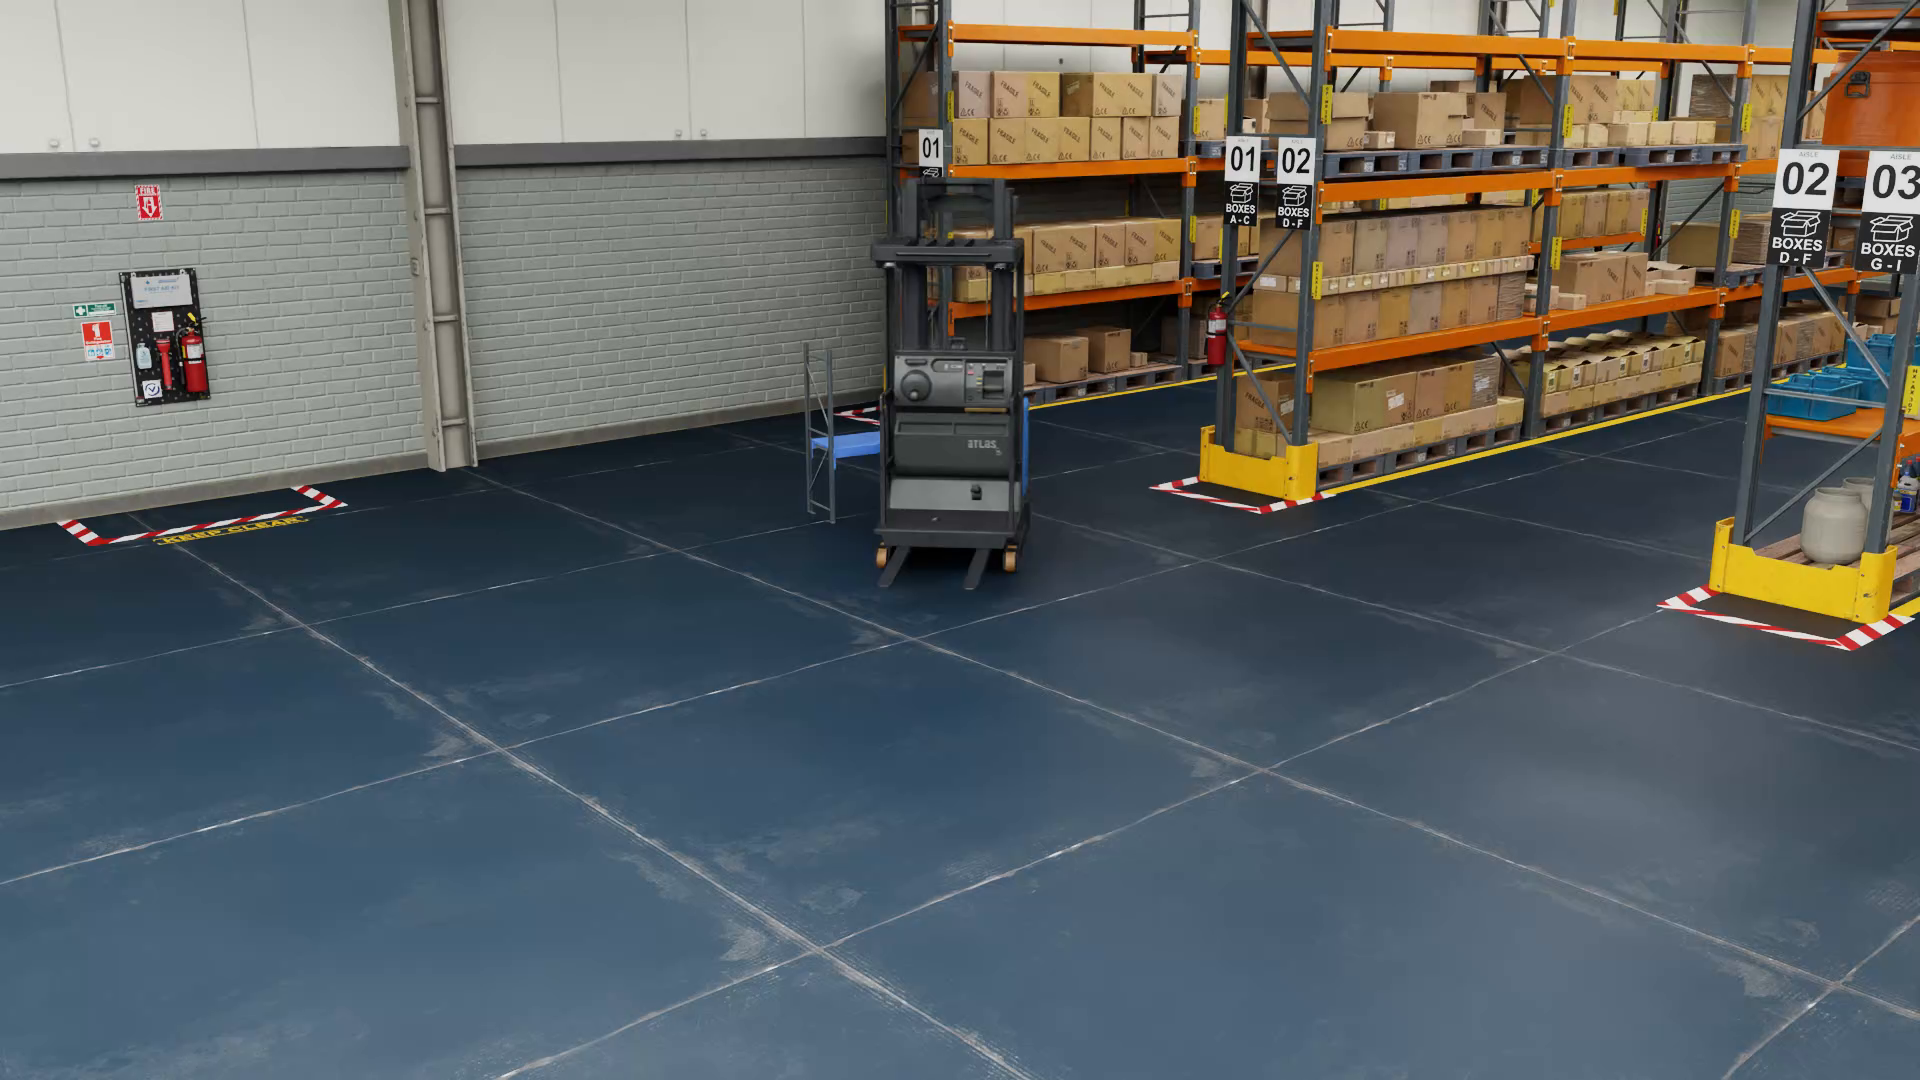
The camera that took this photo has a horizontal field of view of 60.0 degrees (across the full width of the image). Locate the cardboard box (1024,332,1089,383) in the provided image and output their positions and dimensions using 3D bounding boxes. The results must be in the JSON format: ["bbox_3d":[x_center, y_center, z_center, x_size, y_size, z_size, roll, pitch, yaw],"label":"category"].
[{"bbox_3d":[1.136,-2.225,20.257,0.500,0.500,0.700,-14,21,-43],"label":"cardboard box"}]

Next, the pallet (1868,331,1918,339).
[{"bbox_3d":[13.286,-2.955,24.403,1.213,0.211,1.003,-13,19,-39],"label":"pallet"}]

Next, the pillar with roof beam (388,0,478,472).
[{"bbox_3d":[-2.201,-4.240,12.185,0.400,9.000,9.100,-13,19,-39],"label":"pillar with roof beam"}]

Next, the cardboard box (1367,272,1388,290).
[{"bbox_3d":[3.809,-2.461,15.700,0.250,0.149,0.380,-13,20,-40],"label":"cardboard box"}]

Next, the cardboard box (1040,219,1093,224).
[{"bbox_3d":[1.293,-3.677,20.502,0.500,0.500,0.500,-12,19,-38],"label":"cardboard box"}]

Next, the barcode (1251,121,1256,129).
[{"bbox_3d":[2.705,-3.820,15.301,0.075,0.075,0.001,-13,19,-39],"label":"barcode"}]

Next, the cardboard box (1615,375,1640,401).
[{"bbox_3d":[7.438,-1.778,19.108,0.500,0.250,0.500,-12,19,-38],"label":"cardboard box"}]

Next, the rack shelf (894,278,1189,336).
[{"bbox_3d":[1.048,-2.900,20.189,4.000,0.370,1.077,-13,19,-39],"label":"rack shelf"}]

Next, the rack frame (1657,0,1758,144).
[{"bbox_3d":[8.829,-6.199,19.519,0.127,3.000,1.000,-13,19,-39],"label":"rack frame"}]

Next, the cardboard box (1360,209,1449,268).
[{"bbox_3d":[4.345,-2.966,16.336,0.500,0.500,0.700,-13,19,-39],"label":"cardboard box"}]

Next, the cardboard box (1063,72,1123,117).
[{"bbox_3d":[1.563,-5.254,19.624,0.500,0.500,0.500,-14,20,-41],"label":"cardboard box"}]

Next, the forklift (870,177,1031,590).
[{"bbox_3d":[-0.071,-1.256,12.772,1.130,2.935,3.031,2,15,6],"label":"forklift"}]

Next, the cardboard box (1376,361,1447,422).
[{"bbox_3d":[4.478,-1.483,16.551,0.500,0.500,0.500,-13,19,-39],"label":"cardboard box"}]

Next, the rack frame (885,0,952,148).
[{"bbox_3d":[-0.461,-5.807,18.054,0.127,3.000,1.000,-13,19,-39],"label":"rack frame"}]

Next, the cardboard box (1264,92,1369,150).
[{"bbox_3d":[3.230,-3.811,15.109,0.637,0.503,0.797,-11,18,-36],"label":"cardboard box"}]

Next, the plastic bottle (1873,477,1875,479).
[{"bbox_3d":[7.575,-0.399,13.713,0.185,0.351,0.144,-12,19,-37],"label":"plastic bottle"}]

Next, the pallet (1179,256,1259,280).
[{"bbox_3d":[3.229,-3.595,21.768,1.213,0.211,1.003,-13,19,-39],"label":"pallet"}]

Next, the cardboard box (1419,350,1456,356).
[{"bbox_3d":[4.884,-1.756,17.572,0.500,0.500,0.500,-13,19,-39],"label":"cardboard box"}]

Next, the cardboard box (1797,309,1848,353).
[{"bbox_3d":[11.662,-2.844,22.574,0.500,0.500,0.500,-13,20,-40],"label":"cardboard box"}]

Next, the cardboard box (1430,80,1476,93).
[{"bbox_3d":[7.435,-6.794,25.061,0.500,0.250,0.500,-13,20,-41],"label":"cardboard box"}]

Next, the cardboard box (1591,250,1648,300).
[{"bbox_3d":[7.574,-3.061,19.205,0.500,0.500,0.500,-14,20,-42],"label":"cardboard box"}]

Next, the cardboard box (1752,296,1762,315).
[{"bbox_3d":[10.567,-3.141,22.236,0.500,0.250,0.500,-13,19,-39],"label":"cardboard box"}]

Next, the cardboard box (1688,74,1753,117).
[{"bbox_3d":[9.162,-5.354,20.037,0.500,0.500,0.500,-13,19,-39],"label":"cardboard box"}]

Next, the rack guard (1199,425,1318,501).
[{"bbox_3d":[2.776,-0.734,15.527,0.348,0.500,1.175,-13,19,-39],"label":"rack guard"}]

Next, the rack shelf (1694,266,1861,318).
[{"bbox_3d":[10.337,-3.292,21.655,4.000,0.370,1.077,-13,19,-39],"label":"rack shelf"}]

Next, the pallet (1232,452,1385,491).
[{"bbox_3d":[3.343,-0.736,16.095,1.213,0.211,1.003,-13,19,-39],"label":"pallet"}]

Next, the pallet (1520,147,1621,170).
[{"bbox_3d":[6.468,-4.132,17.963,1.217,0.209,0.805,-14,20,-42],"label":"pallet"}]

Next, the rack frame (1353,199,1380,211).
[{"bbox_3d":[5.574,-4.264,23.902,0.127,3.000,1.000,-13,19,-39],"label":"rack frame"}]

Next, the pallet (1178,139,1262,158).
[{"bbox_3d":[3.092,-5.029,21.316,1.003,0.211,1.213,-13,19,-39],"label":"pallet"}]

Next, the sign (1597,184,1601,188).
[{"bbox_3d":[11.249,-6.185,29.262,0.005,0.325,0.100,-13,19,-39],"label":"sign"}]

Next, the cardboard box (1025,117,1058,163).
[{"bbox_3d":[0.773,-4.597,19.102,0.500,0.500,0.500,-12,19,-37],"label":"cardboard box"}]

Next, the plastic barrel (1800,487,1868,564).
[{"bbox_3d":[6.489,-0.108,12.347,0.421,0.512,0.421,0,15,0],"label":"plastic barrel"}]

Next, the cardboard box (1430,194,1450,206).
[{"bbox_3d":[6.865,-5.032,24.512,0.500,0.250,0.500,-12,19,-39],"label":"cardboard box"}]

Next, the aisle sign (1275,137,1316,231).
[{"bbox_3d":[2.945,-3.130,14.620,0.004,0.787,0.394,-13,19,-39],"label":"aisle sign"}]

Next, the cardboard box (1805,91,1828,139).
[{"bbox_3d":[10.929,-5.538,21.657,0.600,0.600,0.600,-13,20,-40],"label":"cardboard box"}]

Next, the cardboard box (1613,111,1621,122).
[{"bbox_3d":[10.450,-6.894,27.218,0.500,0.250,0.500,-13,20,-41],"label":"cardboard box"}]

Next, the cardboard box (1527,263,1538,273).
[{"bbox_3d":[9.578,-4.506,27.579,0.250,0.149,0.380,-13,20,-41],"label":"cardboard box"}]

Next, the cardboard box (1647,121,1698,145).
[{"bbox_3d":[8.140,-4.700,19.197,0.500,0.250,0.500,-12,19,-38],"label":"cardboard box"}]

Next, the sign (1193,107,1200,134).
[{"bbox_3d":[2.919,-5.181,20.520,0.005,0.325,0.100,-13,19,-39],"label":"sign"}]

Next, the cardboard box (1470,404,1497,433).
[{"bbox_3d":[5.221,-1.293,17.294,0.500,0.250,0.500,-13,19,-39],"label":"cardboard box"}]

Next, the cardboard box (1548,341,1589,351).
[{"bbox_3d":[7.076,-2.151,19.416,0.500,0.311,0.500,-13,20,-40],"label":"cardboard box"}]

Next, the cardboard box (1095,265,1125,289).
[{"bbox_3d":[1.648,-3.214,20.220,0.500,0.250,0.500,-13,20,-40],"label":"cardboard box"}]

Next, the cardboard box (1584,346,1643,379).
[{"bbox_3d":[7.445,-2.050,19.042,0.500,0.311,0.500,-12,19,-38],"label":"cardboard box"}]

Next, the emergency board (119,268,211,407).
[{"bbox_3d":[-6.916,-1.768,14.558,0.643,1.169,0.194,-13,19,-39],"label":"emergency board"}]

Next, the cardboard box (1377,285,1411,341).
[{"bbox_3d":[3.926,-2.243,16.141,0.500,0.500,0.700,-12,19,-39],"label":"cardboard box"}]

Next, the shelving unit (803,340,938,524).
[{"bbox_3d":[-0.770,-0.987,14.541,1.048,1.500,0.538,-9,17,-29],"label":"shelving unit"}]

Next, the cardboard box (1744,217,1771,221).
[{"bbox_3d":[10.554,-3.918,21.598,0.700,0.500,0.500,10,18,33],"label":"cardboard box"}]

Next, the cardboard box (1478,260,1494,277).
[{"bbox_3d":[5.165,-2.766,16.841,0.250,0.149,0.380,-13,20,-39],"label":"cardboard box"}]

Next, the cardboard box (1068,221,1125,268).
[{"bbox_3d":[1.643,-3.577,20.127,0.500,0.500,0.500,-13,20,-41],"label":"cardboard box"}]

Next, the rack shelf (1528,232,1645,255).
[{"bbox_3d":[10.100,-4.933,27.800,4.000,0.370,1.077,-13,19,-39],"label":"rack shelf"}]

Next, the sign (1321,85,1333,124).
[{"bbox_3d":[3.153,-3.746,14.302,0.005,0.325,0.100,-13,19,-39],"label":"sign"}]

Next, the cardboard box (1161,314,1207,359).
[{"bbox_3d":[3.101,-2.719,22.110,0.500,0.500,0.700,-12,19,-38],"label":"cardboard box"}]

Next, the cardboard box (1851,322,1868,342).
[{"bbox_3d":[12.305,-2.921,23.229,0.500,0.311,0.500,-13,19,-39],"label":"cardboard box"}]

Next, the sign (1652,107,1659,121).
[{"bbox_3d":[8.474,-5.105,20.237,0.005,0.325,0.100,-13,19,-39],"label":"sign"}]

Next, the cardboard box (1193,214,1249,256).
[{"bbox_3d":[3.389,-4.020,21.942,0.500,0.500,0.700,-10,18,-34],"label":"cardboard box"}]

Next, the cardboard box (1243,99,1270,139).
[{"bbox_3d":[3.952,-5.573,21.981,0.500,0.500,0.500,-14,20,-41],"label":"cardboard box"}]
